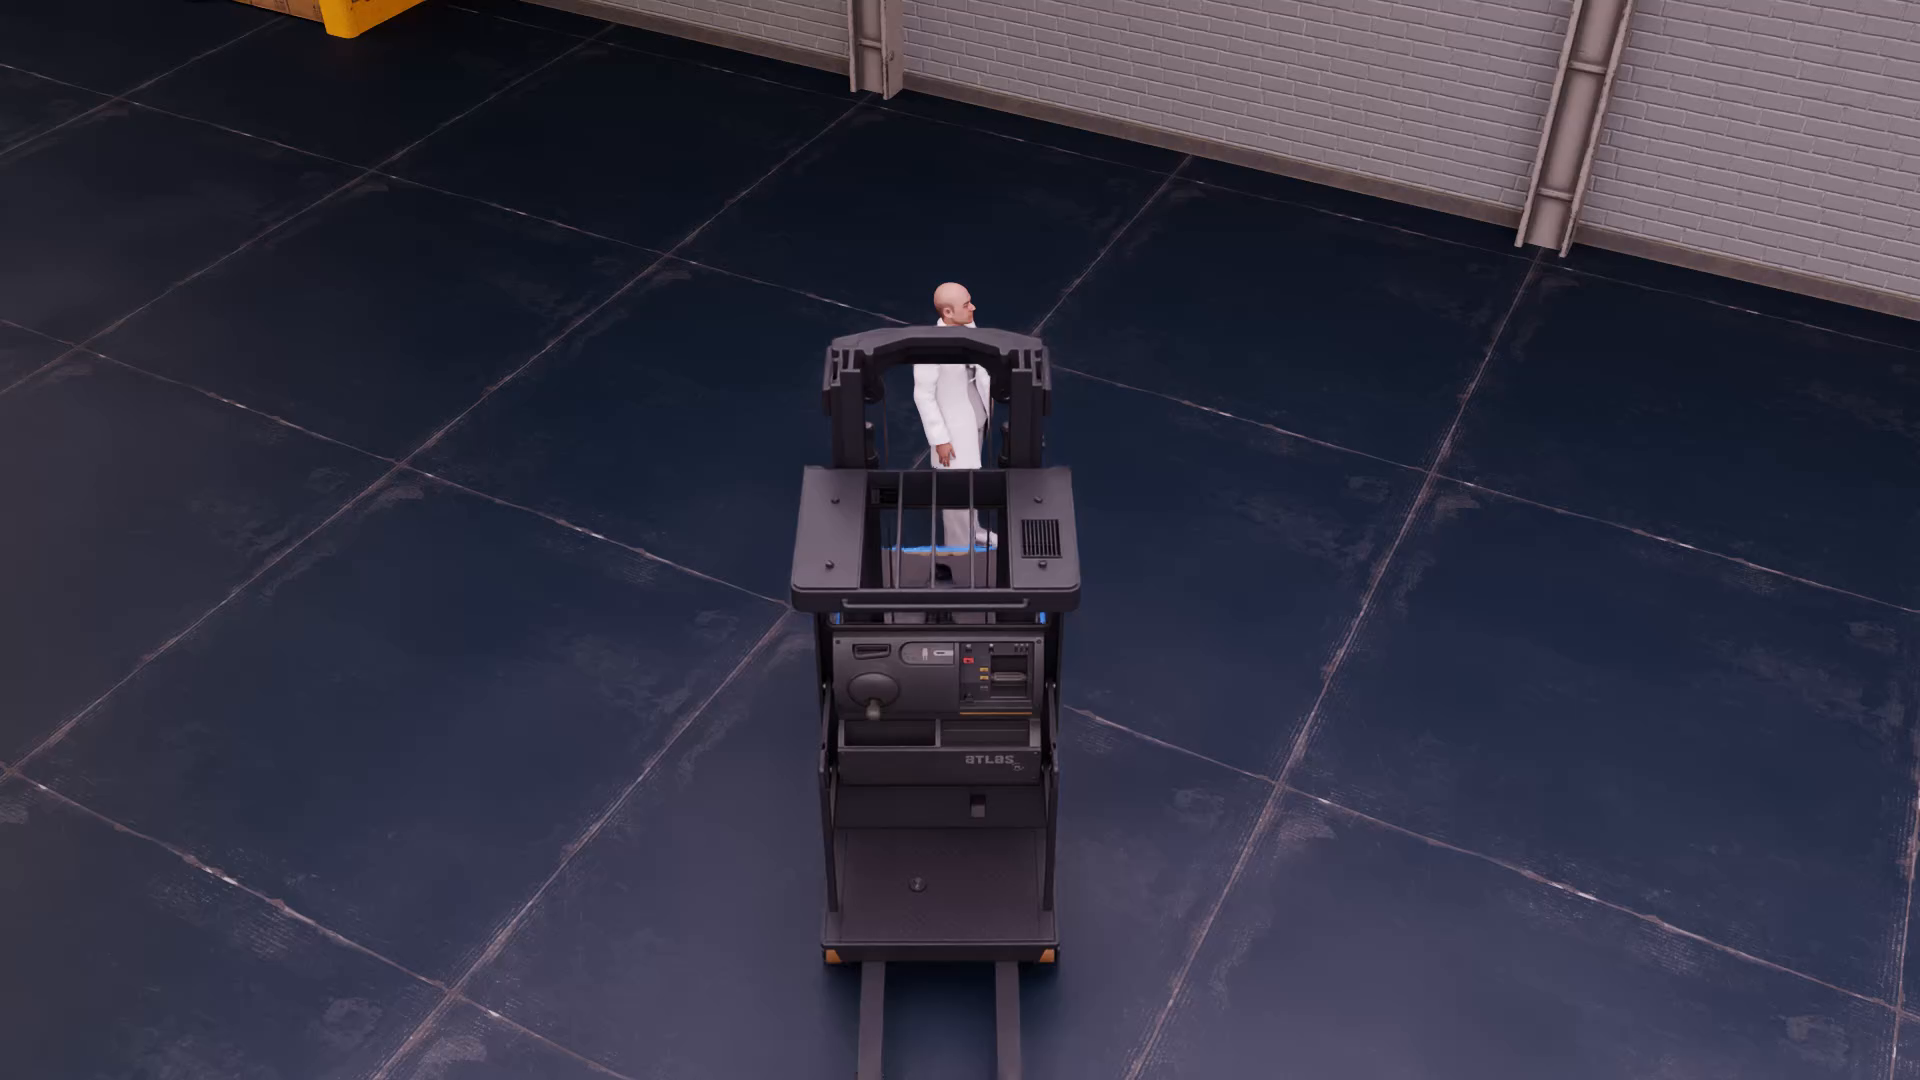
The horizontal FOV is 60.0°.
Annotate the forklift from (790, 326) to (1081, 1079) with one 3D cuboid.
[{"bbox_3d":[-0.092,0.678,7.181,1.130,2.935,3.031,0,40,0],"label":"forklift"}]

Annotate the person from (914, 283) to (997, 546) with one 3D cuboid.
[{"bbox_3d":[0.080,-0.656,9.650,0.578,1.778,0.696,18,43,21],"label":"person"}]
